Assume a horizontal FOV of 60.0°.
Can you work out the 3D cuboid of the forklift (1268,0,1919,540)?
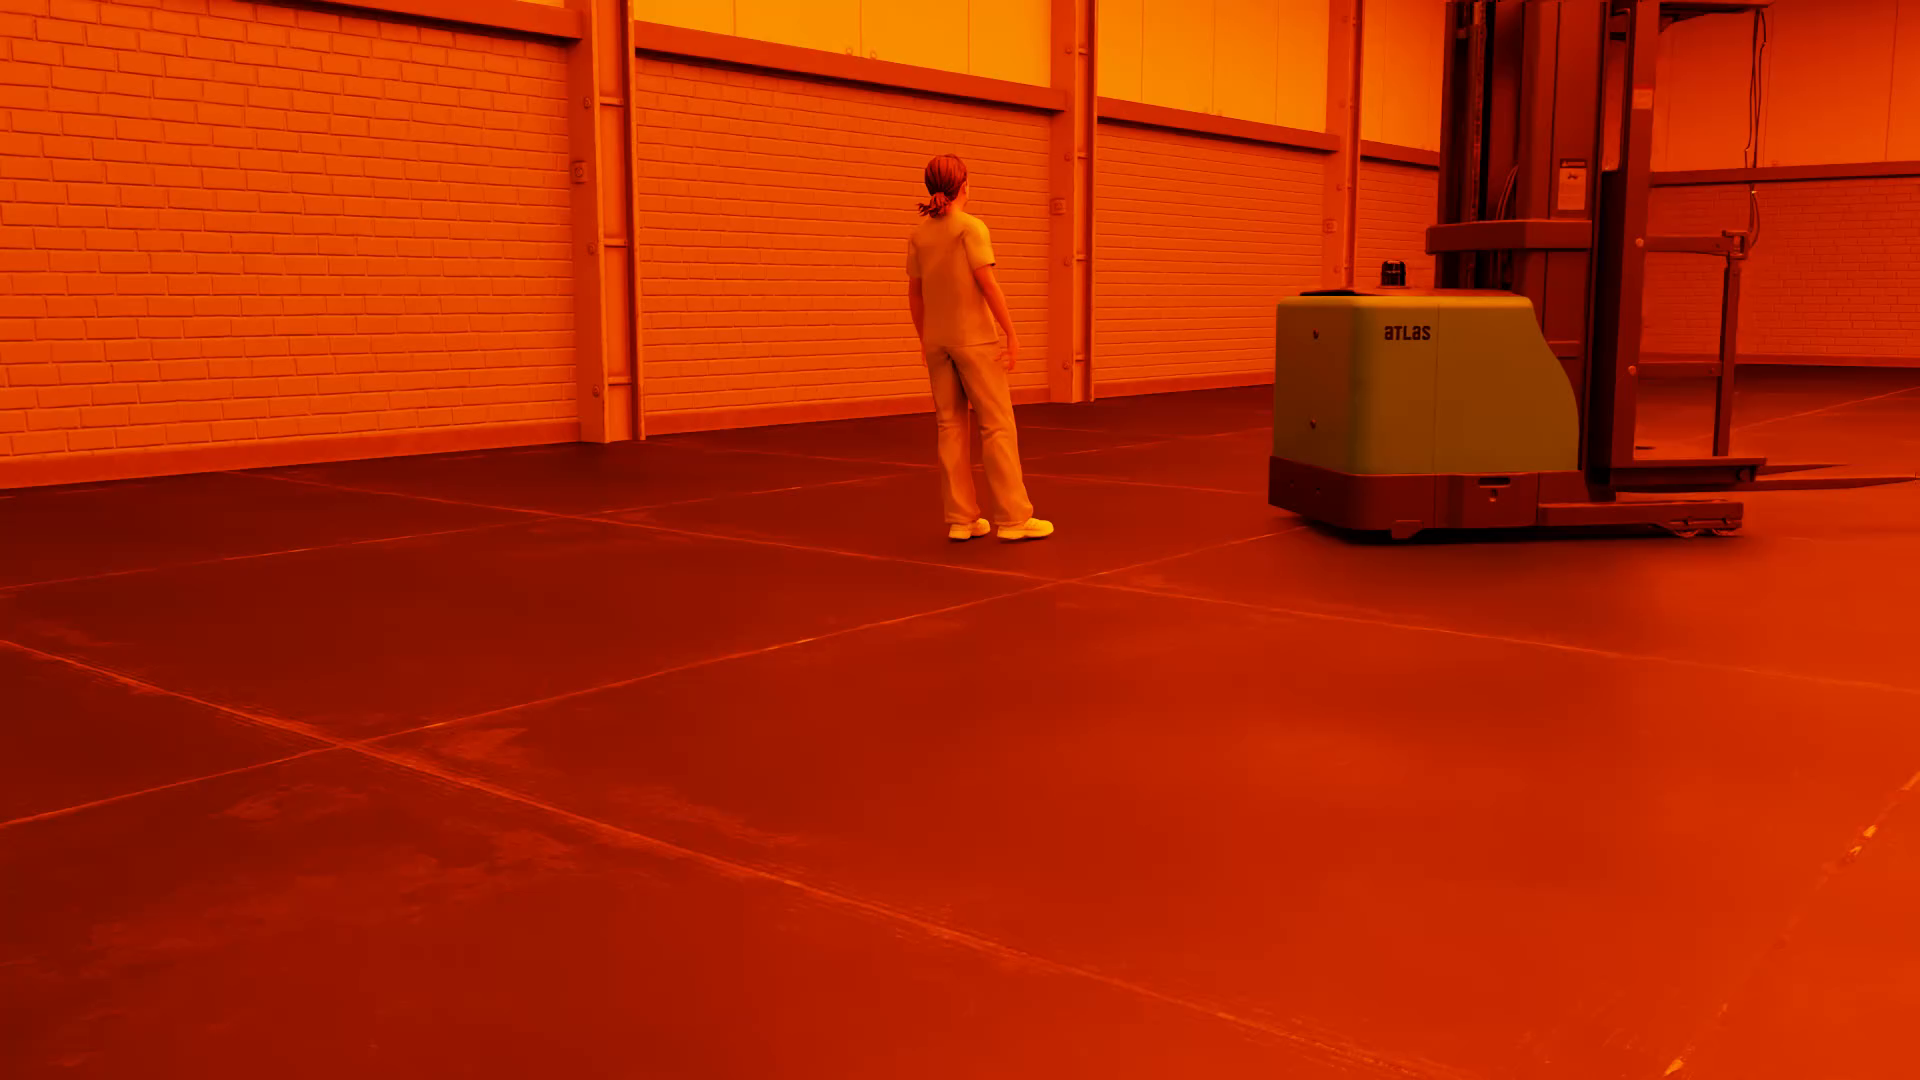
[{"bbox_3d":[3.072,-1.534,7.764,3.031,2.935,1.130,-2,8,-11],"label":"forklift"}]

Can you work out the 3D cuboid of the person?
[{"bbox_3d":[0.056,-0.843,7.331,0.550,1.675,0.549,7,11,38],"label":"person"}]
